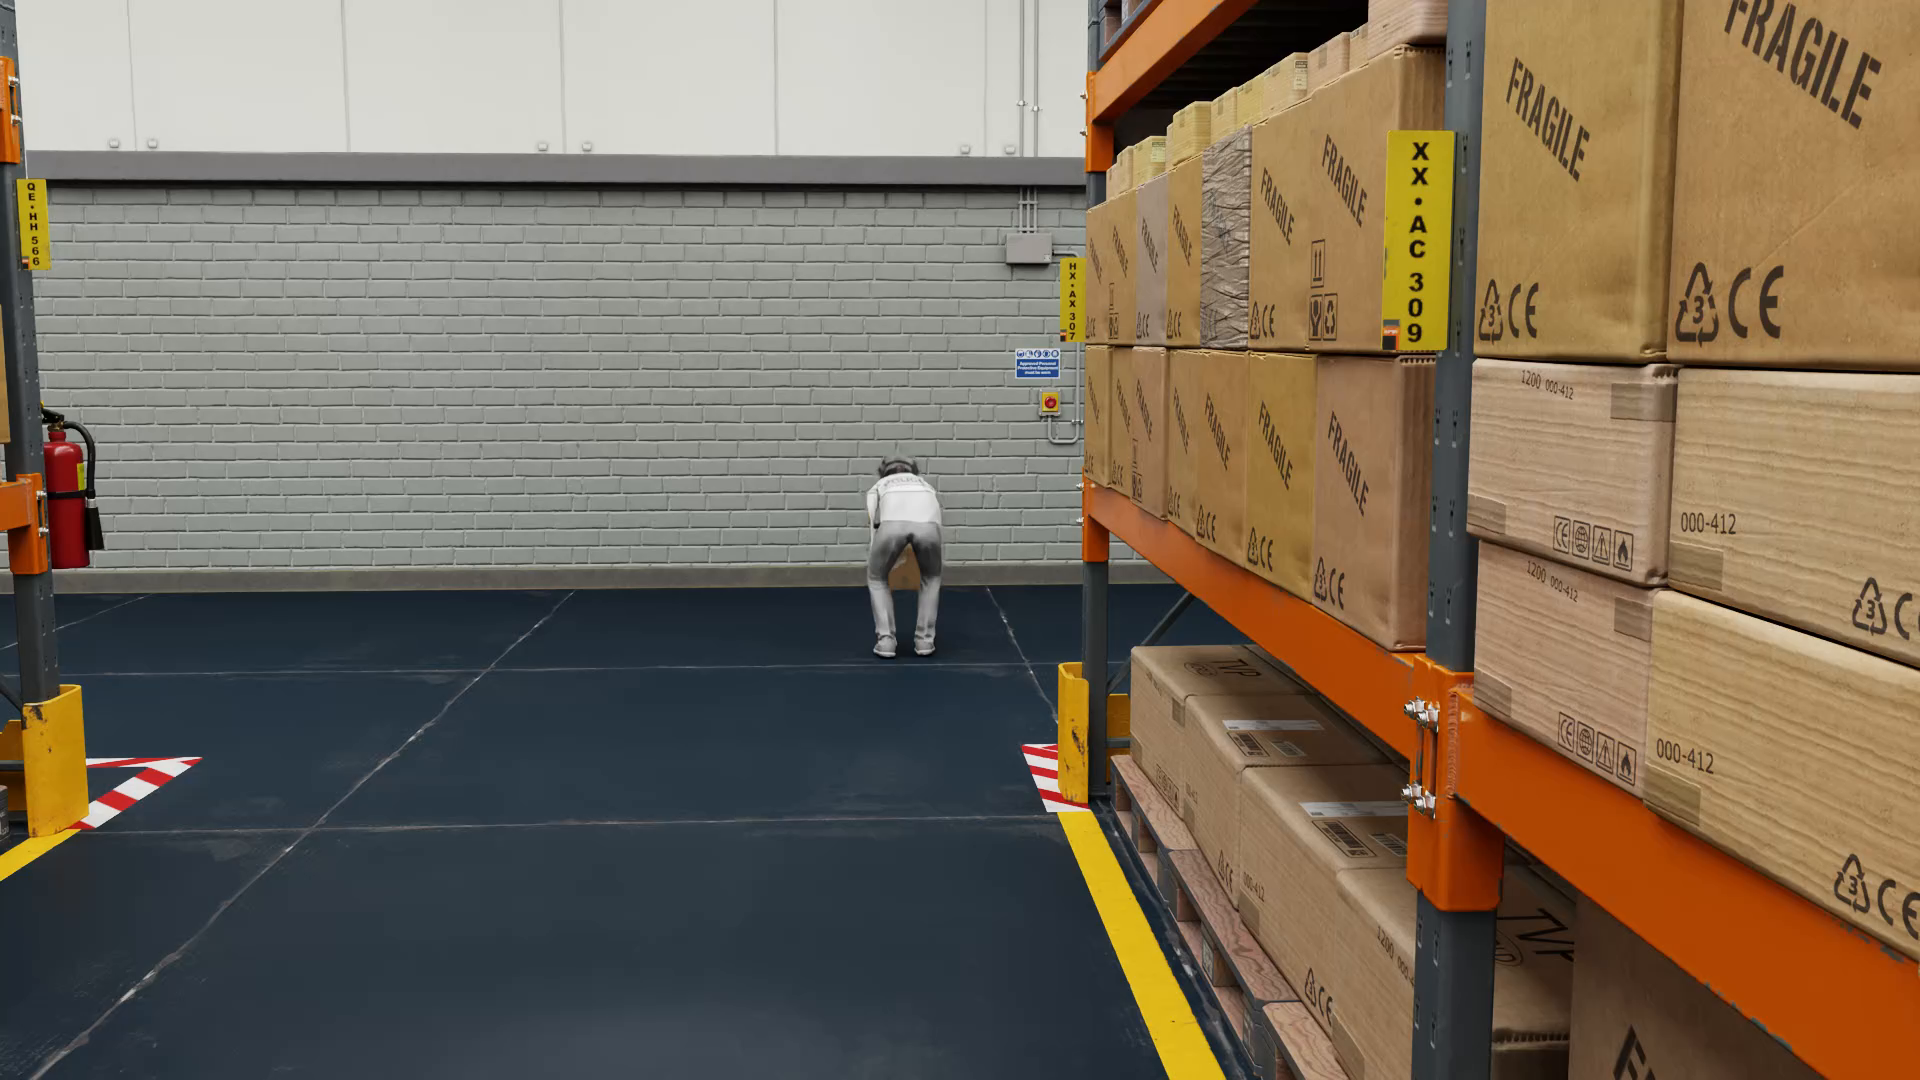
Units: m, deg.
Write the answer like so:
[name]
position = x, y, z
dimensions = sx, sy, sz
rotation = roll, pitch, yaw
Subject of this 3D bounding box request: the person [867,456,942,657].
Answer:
[person]
position = -0.333, 0.089, 9.759
dimensions = 0.438, 1.126, 0.917
rotation = -1, 7, -6
